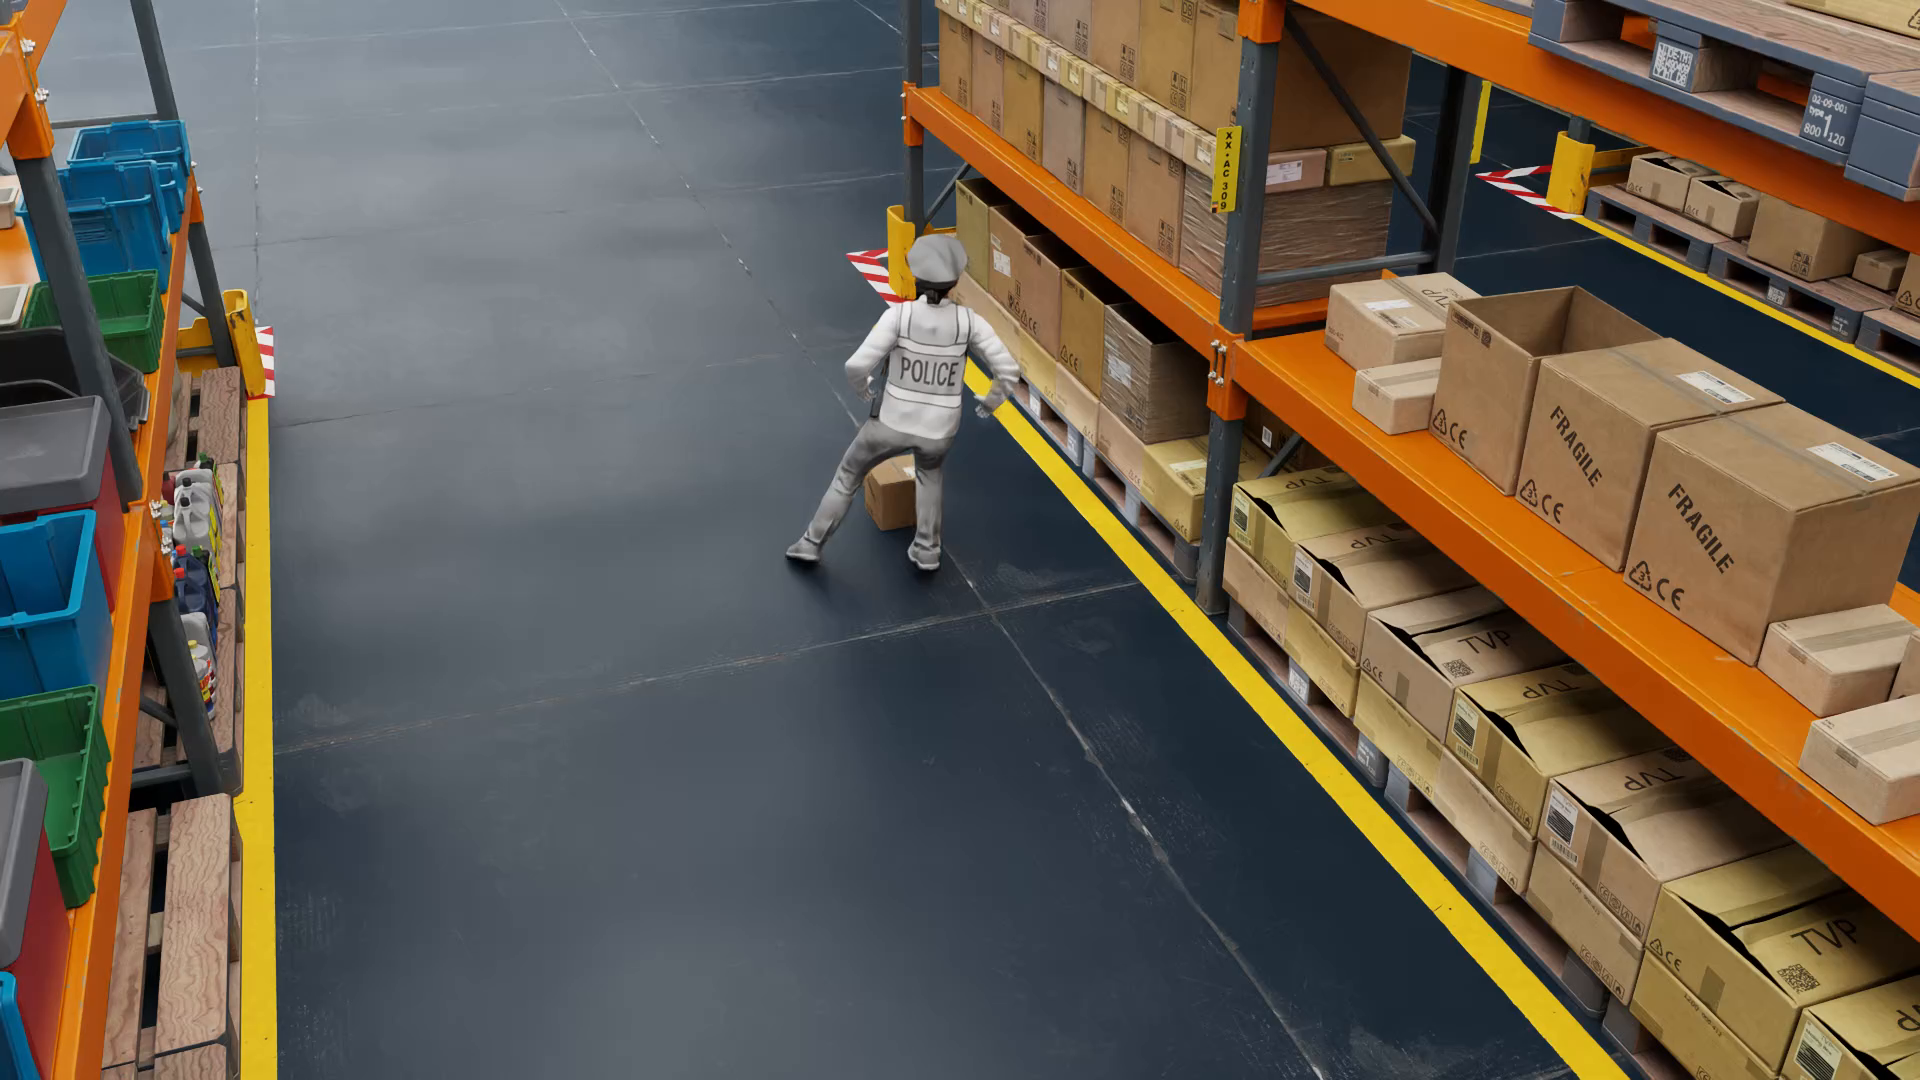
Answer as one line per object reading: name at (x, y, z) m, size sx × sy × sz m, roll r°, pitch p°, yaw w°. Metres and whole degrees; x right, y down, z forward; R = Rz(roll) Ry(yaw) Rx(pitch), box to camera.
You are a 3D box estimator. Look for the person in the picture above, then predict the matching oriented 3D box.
person at (-0.275, -0.547, 7.163) m, size 0.999 × 1.606 × 0.514 m, roll -5°, pitch 30°, yaw -8°
